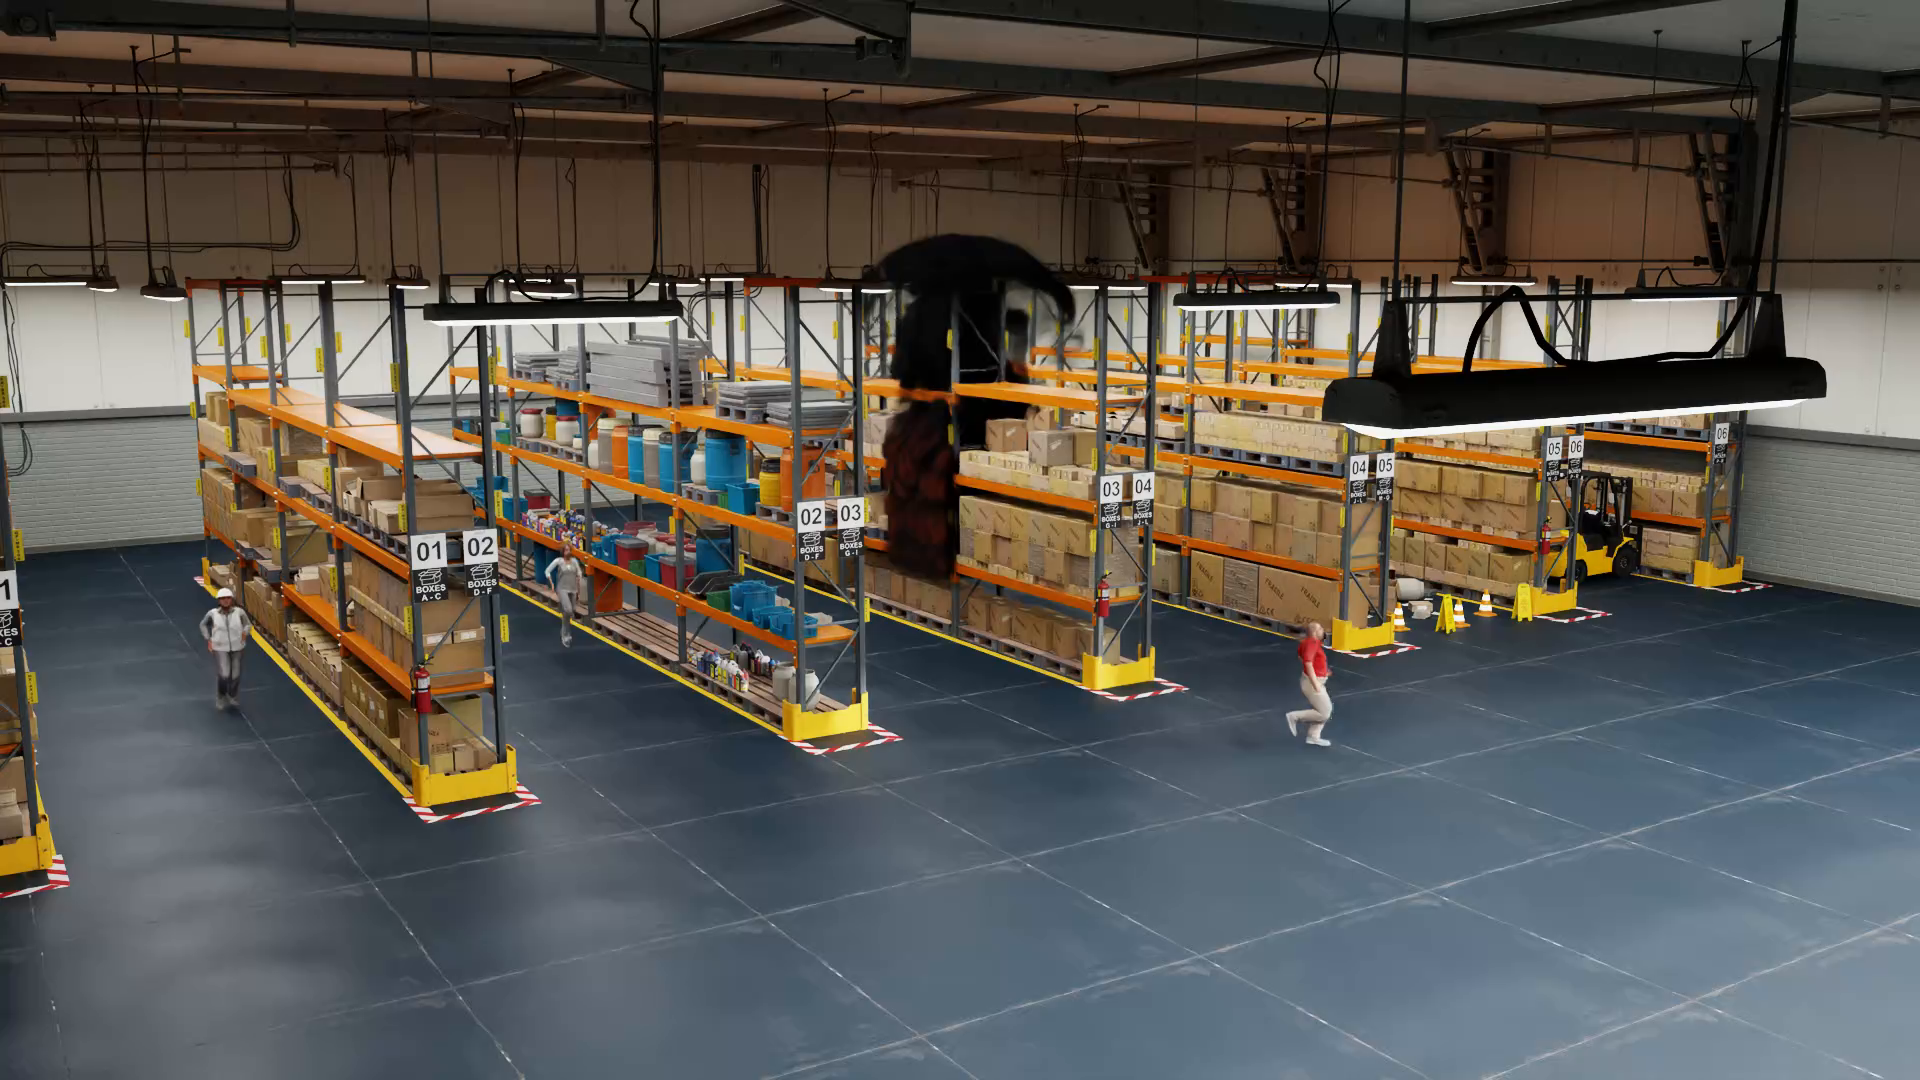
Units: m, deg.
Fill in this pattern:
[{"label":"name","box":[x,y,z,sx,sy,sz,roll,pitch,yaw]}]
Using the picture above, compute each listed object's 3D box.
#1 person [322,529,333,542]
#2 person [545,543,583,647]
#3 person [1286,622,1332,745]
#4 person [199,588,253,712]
[{"label":"person","box":[-12.636,-0.146,33.606,0.789,1.807,0.765,8,13,41]},{"label":"person","box":[-6.224,0.870,26.355,0.500,1.652,0.662,-8,13,-40]},{"label":"person","box":[4.581,1.888,21.806,0.633,1.666,0.667,0,10,2]},{"label":"person","box":[-10.337,1.547,23.526,0.661,1.759,0.677,-7,12,-34]}]
